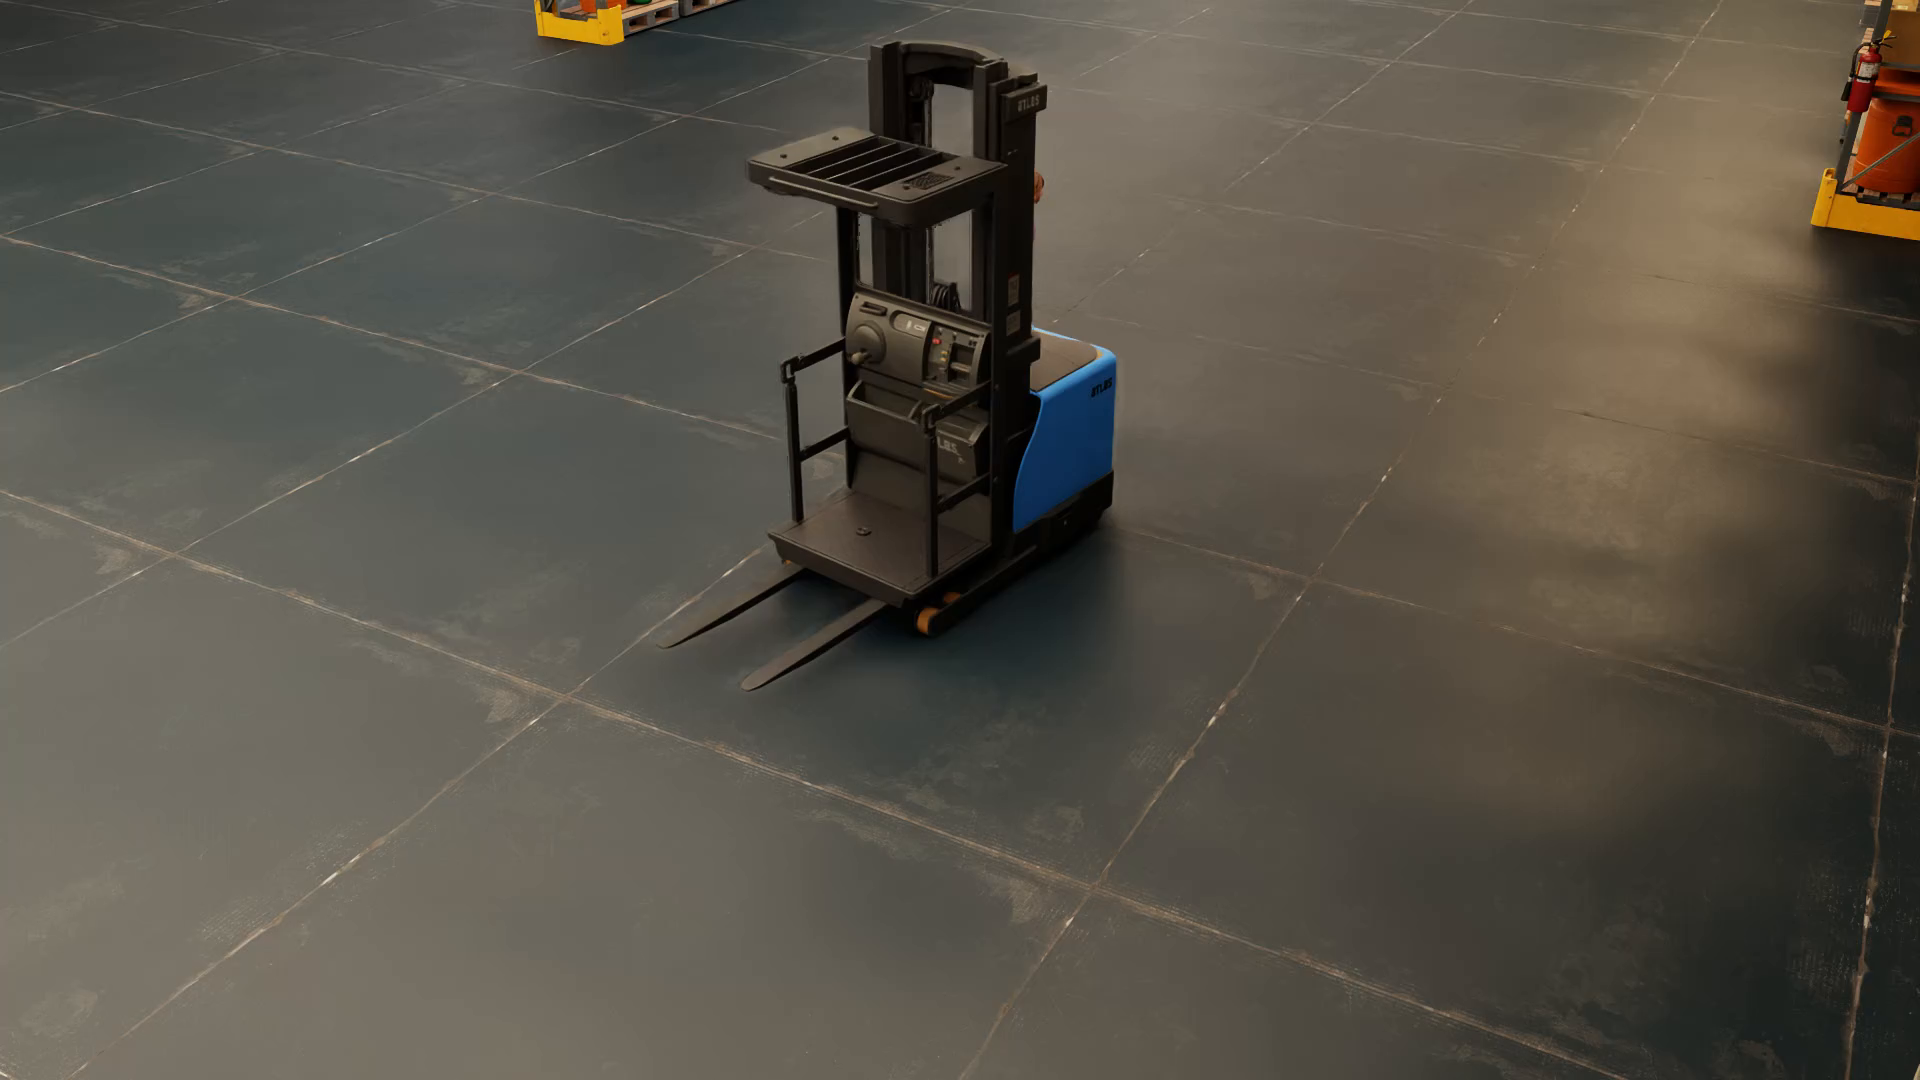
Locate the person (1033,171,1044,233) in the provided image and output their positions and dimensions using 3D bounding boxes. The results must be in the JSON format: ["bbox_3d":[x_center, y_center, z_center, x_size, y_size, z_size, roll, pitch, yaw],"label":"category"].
[{"bbox_3d":[0.387,-1.778,11.494,0.348,1.590,0.474,3,30,6],"label":"person"}]

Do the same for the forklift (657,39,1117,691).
[{"bbox_3d":[-0.372,-1.023,8.842,1.130,2.935,3.031,22,36,33],"label":"forklift"}]
